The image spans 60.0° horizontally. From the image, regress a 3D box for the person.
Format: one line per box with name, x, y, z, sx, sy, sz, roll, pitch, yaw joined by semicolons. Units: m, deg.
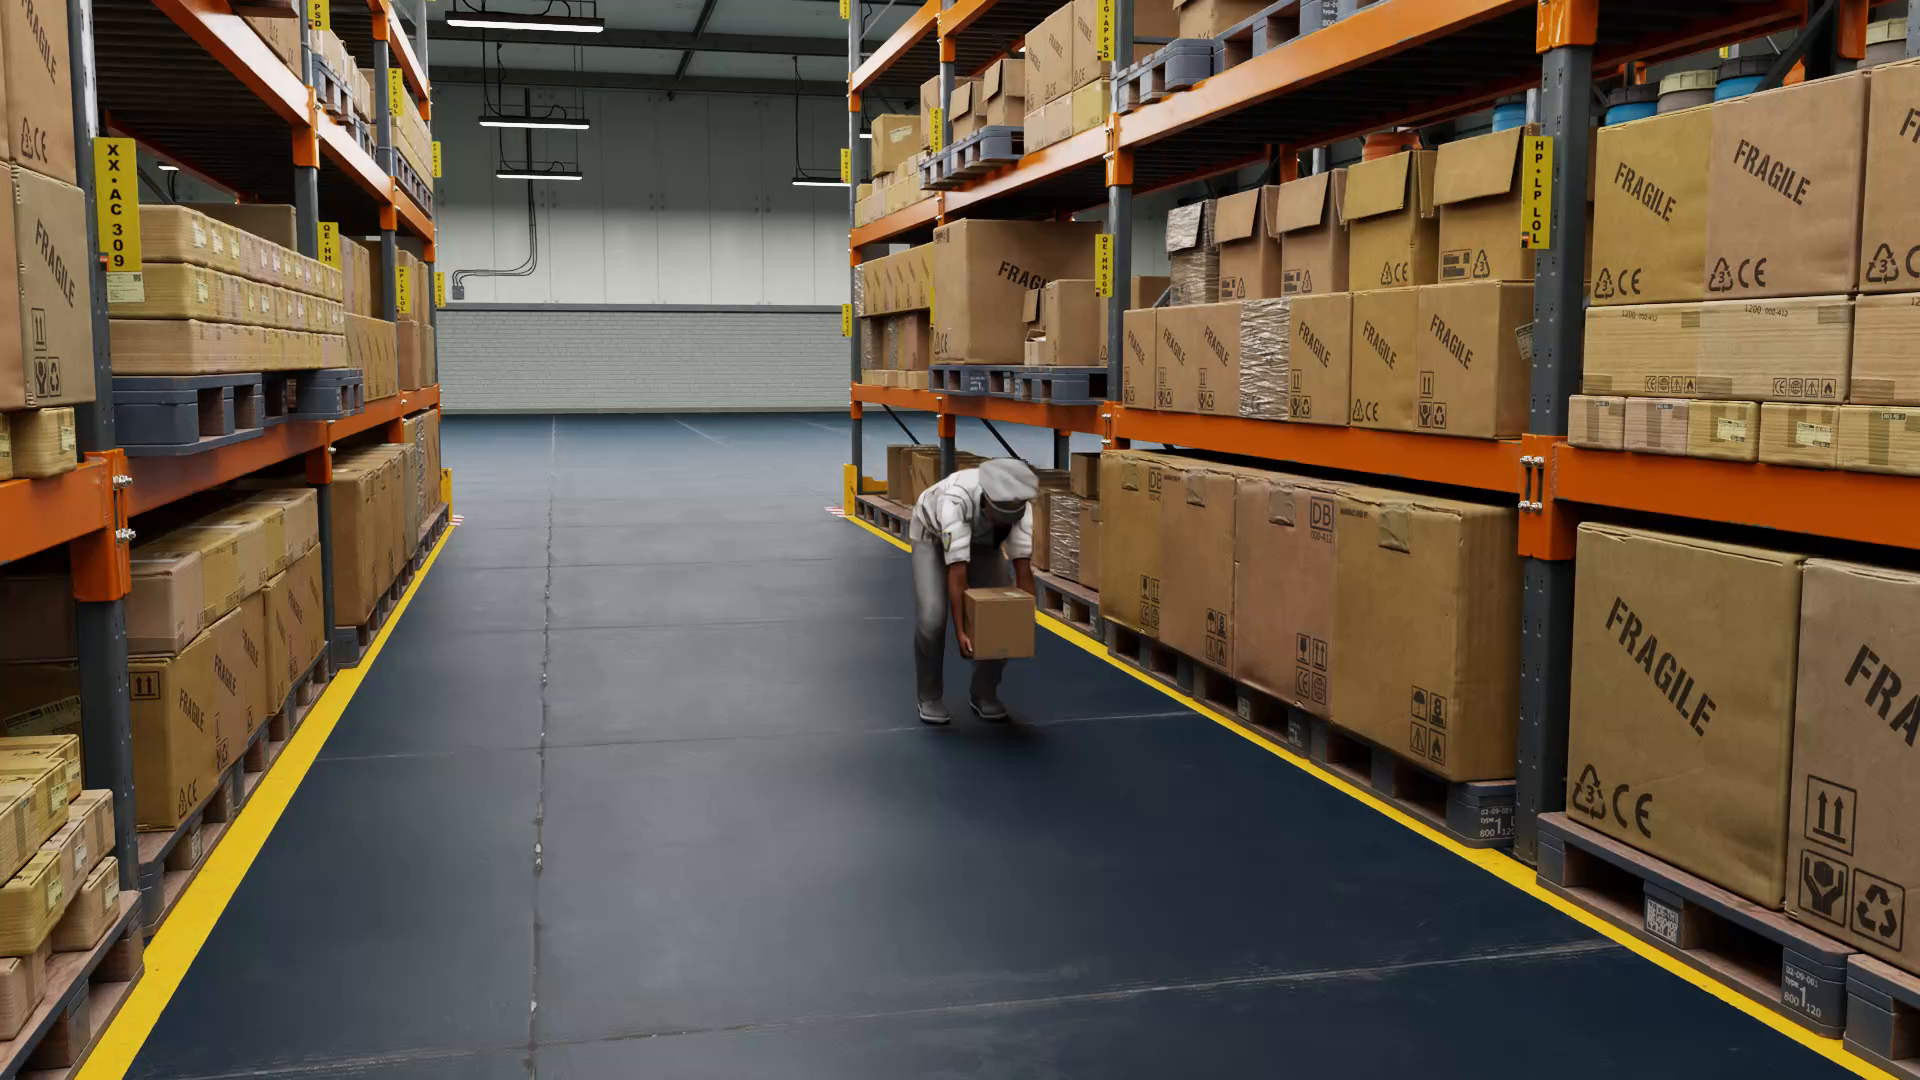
person;0.059;0.220;7.018;0.447;1.158;0.924;-2;6;-16
